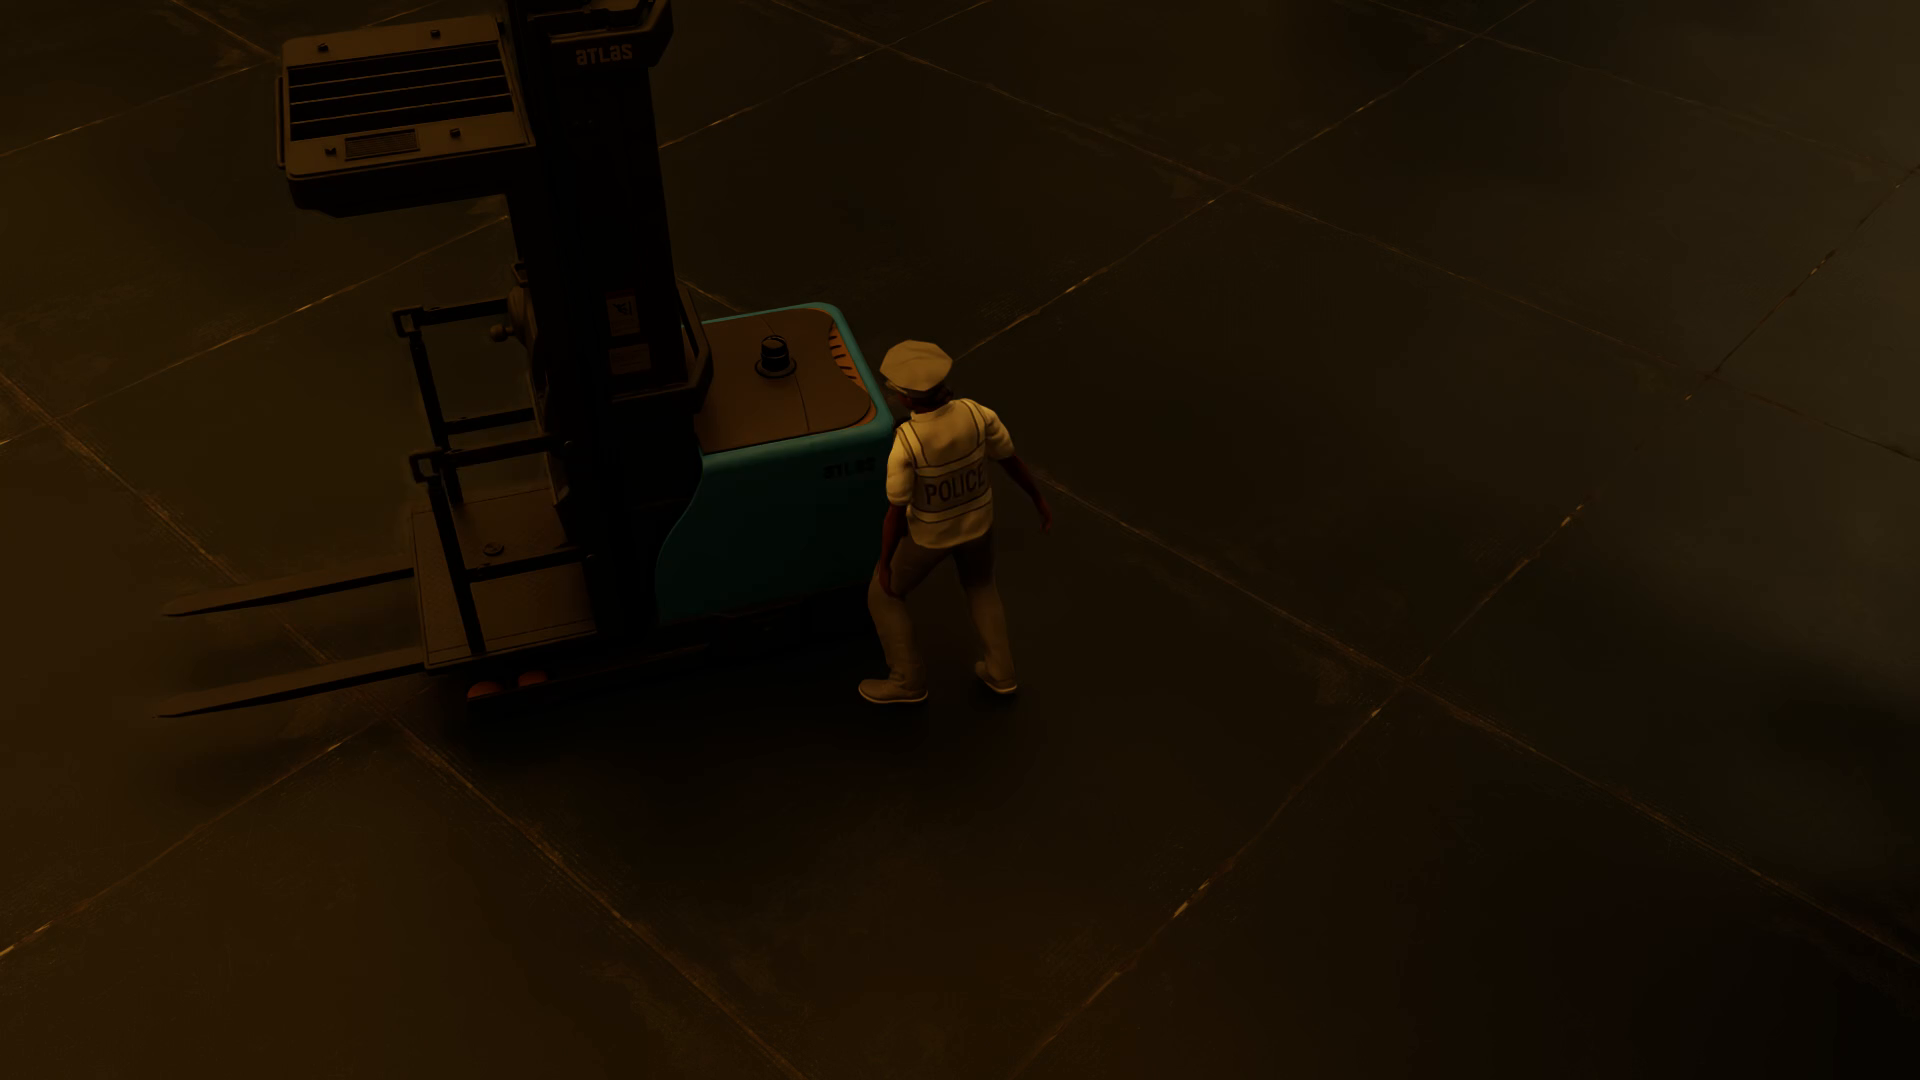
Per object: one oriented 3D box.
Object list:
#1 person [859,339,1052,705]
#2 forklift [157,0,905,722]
[{"bbox_3d":[-0.019,-0.012,6.511,0.817,1.640,0.464,-17,44,-19],"label":"person"},{"bbox_3d":[-1.816,-0.761,6.315,3.031,2.935,1.130,-12,42,-13],"label":"forklift"}]
